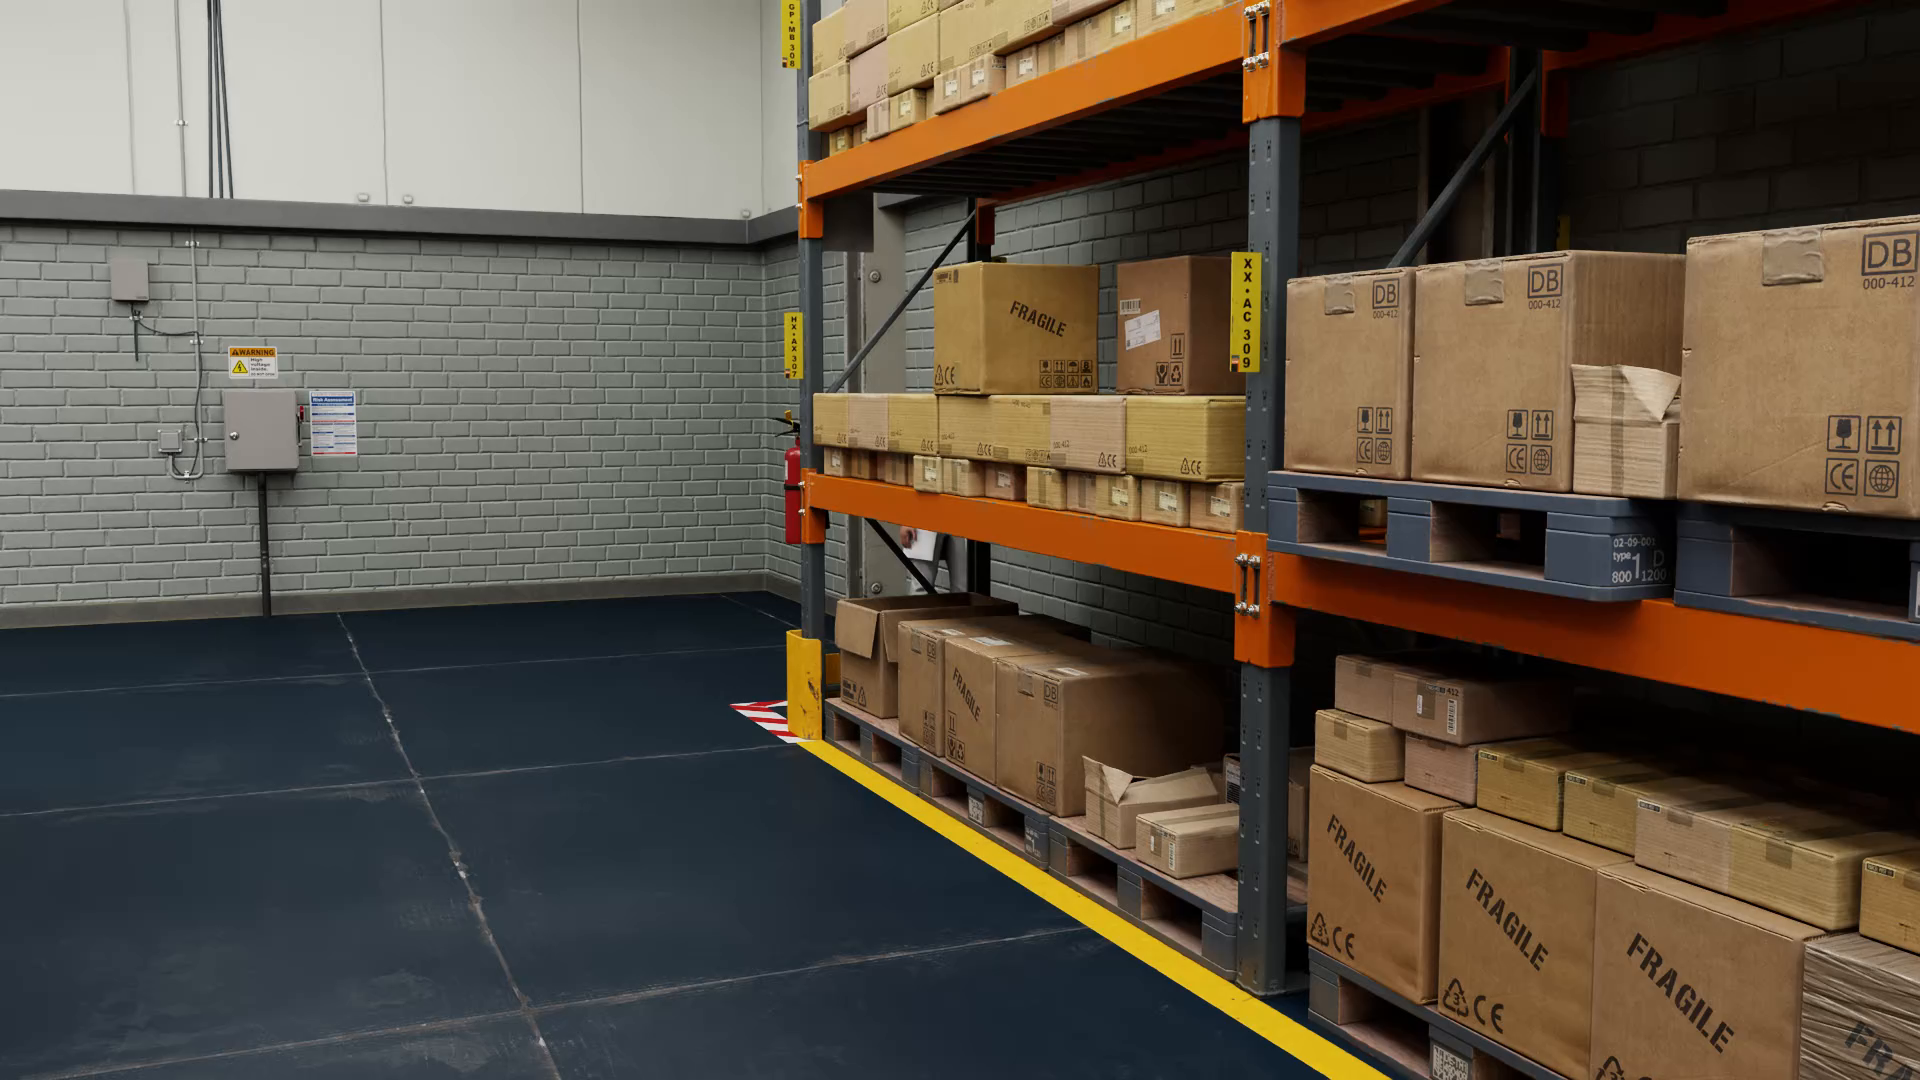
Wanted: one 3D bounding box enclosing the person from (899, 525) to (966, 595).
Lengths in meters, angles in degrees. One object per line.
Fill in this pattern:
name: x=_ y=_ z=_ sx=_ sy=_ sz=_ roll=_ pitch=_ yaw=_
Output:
person: x=-0.092 y=-0.095 z=10.222 sx=0.656 sy=1.774 sz=0.416 roll=-2 pitch=6 yaw=-19
